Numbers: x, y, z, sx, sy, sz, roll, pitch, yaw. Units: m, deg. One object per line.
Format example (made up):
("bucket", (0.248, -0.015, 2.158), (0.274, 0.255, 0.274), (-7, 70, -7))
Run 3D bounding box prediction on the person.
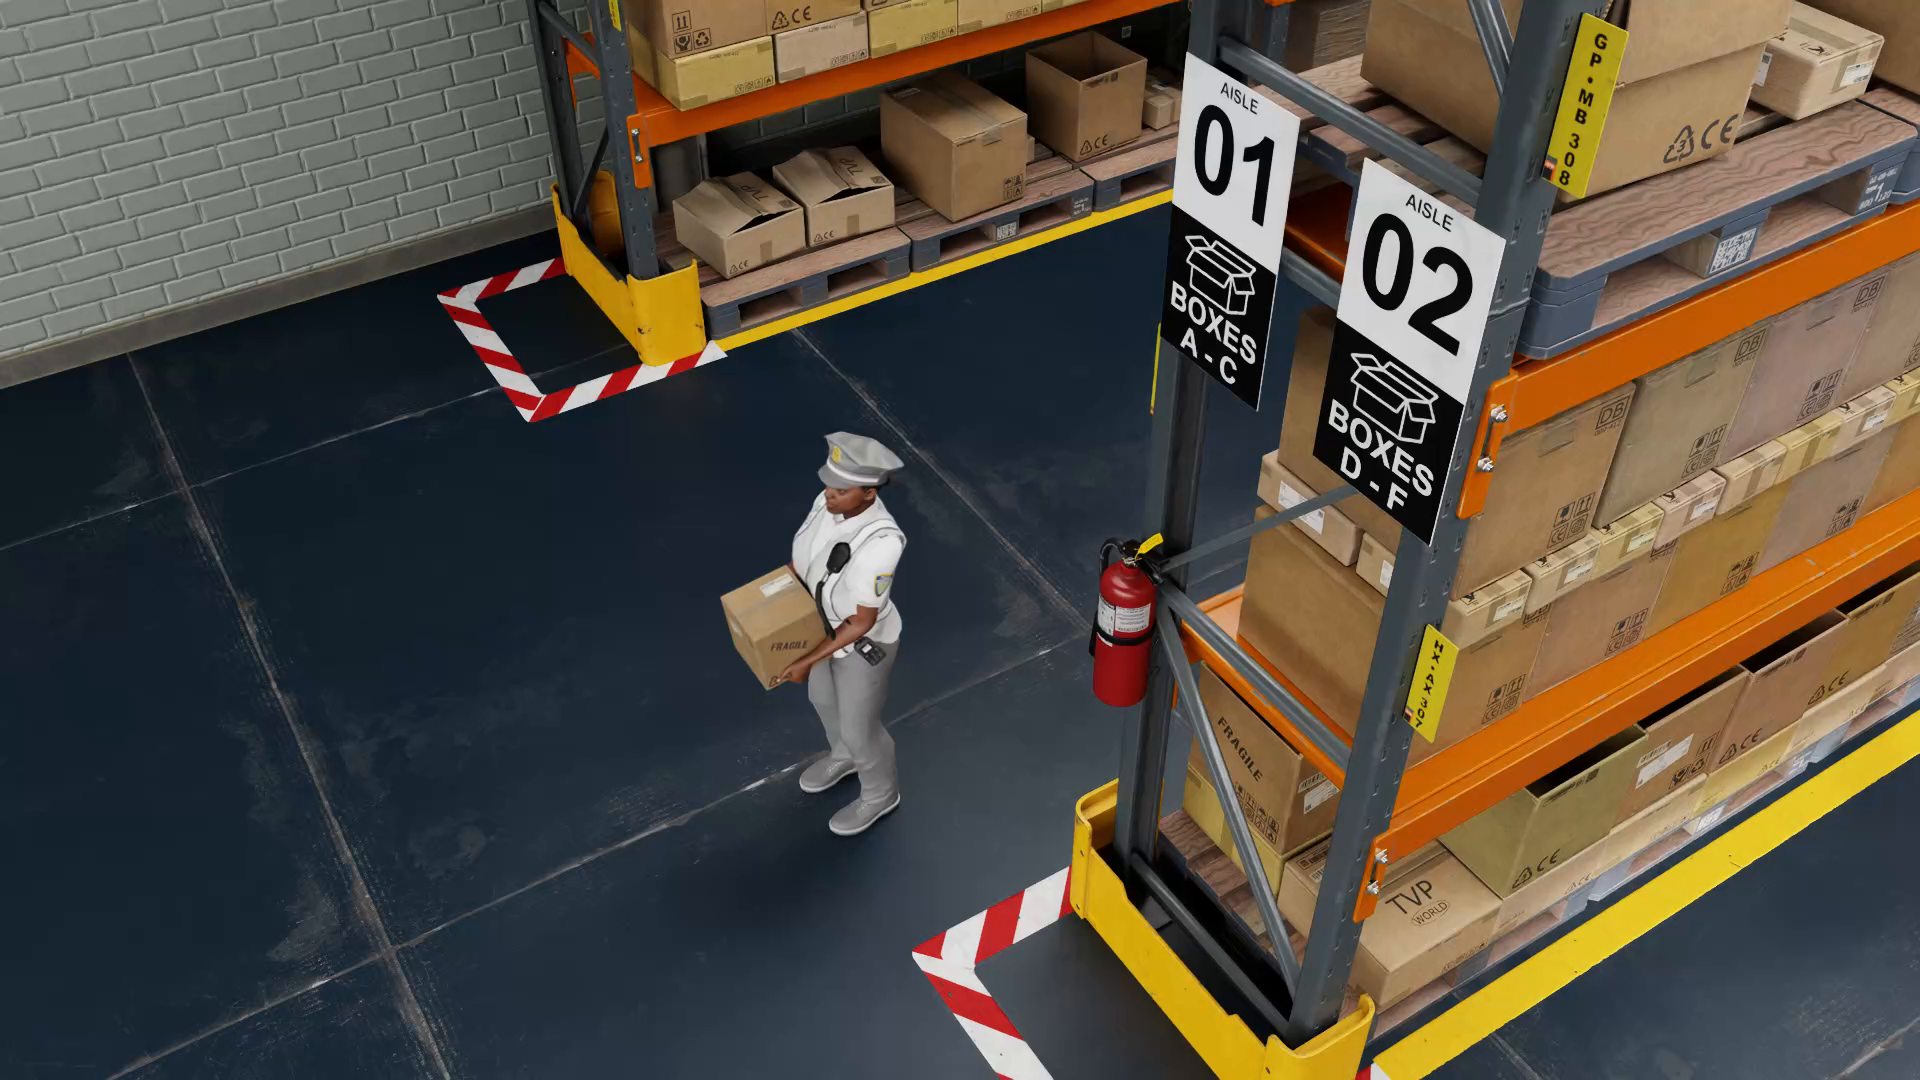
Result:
("person", (-0.448, 0.345, 5.742), (0.534, 1.688, 0.450), (-22, 46, -23))
